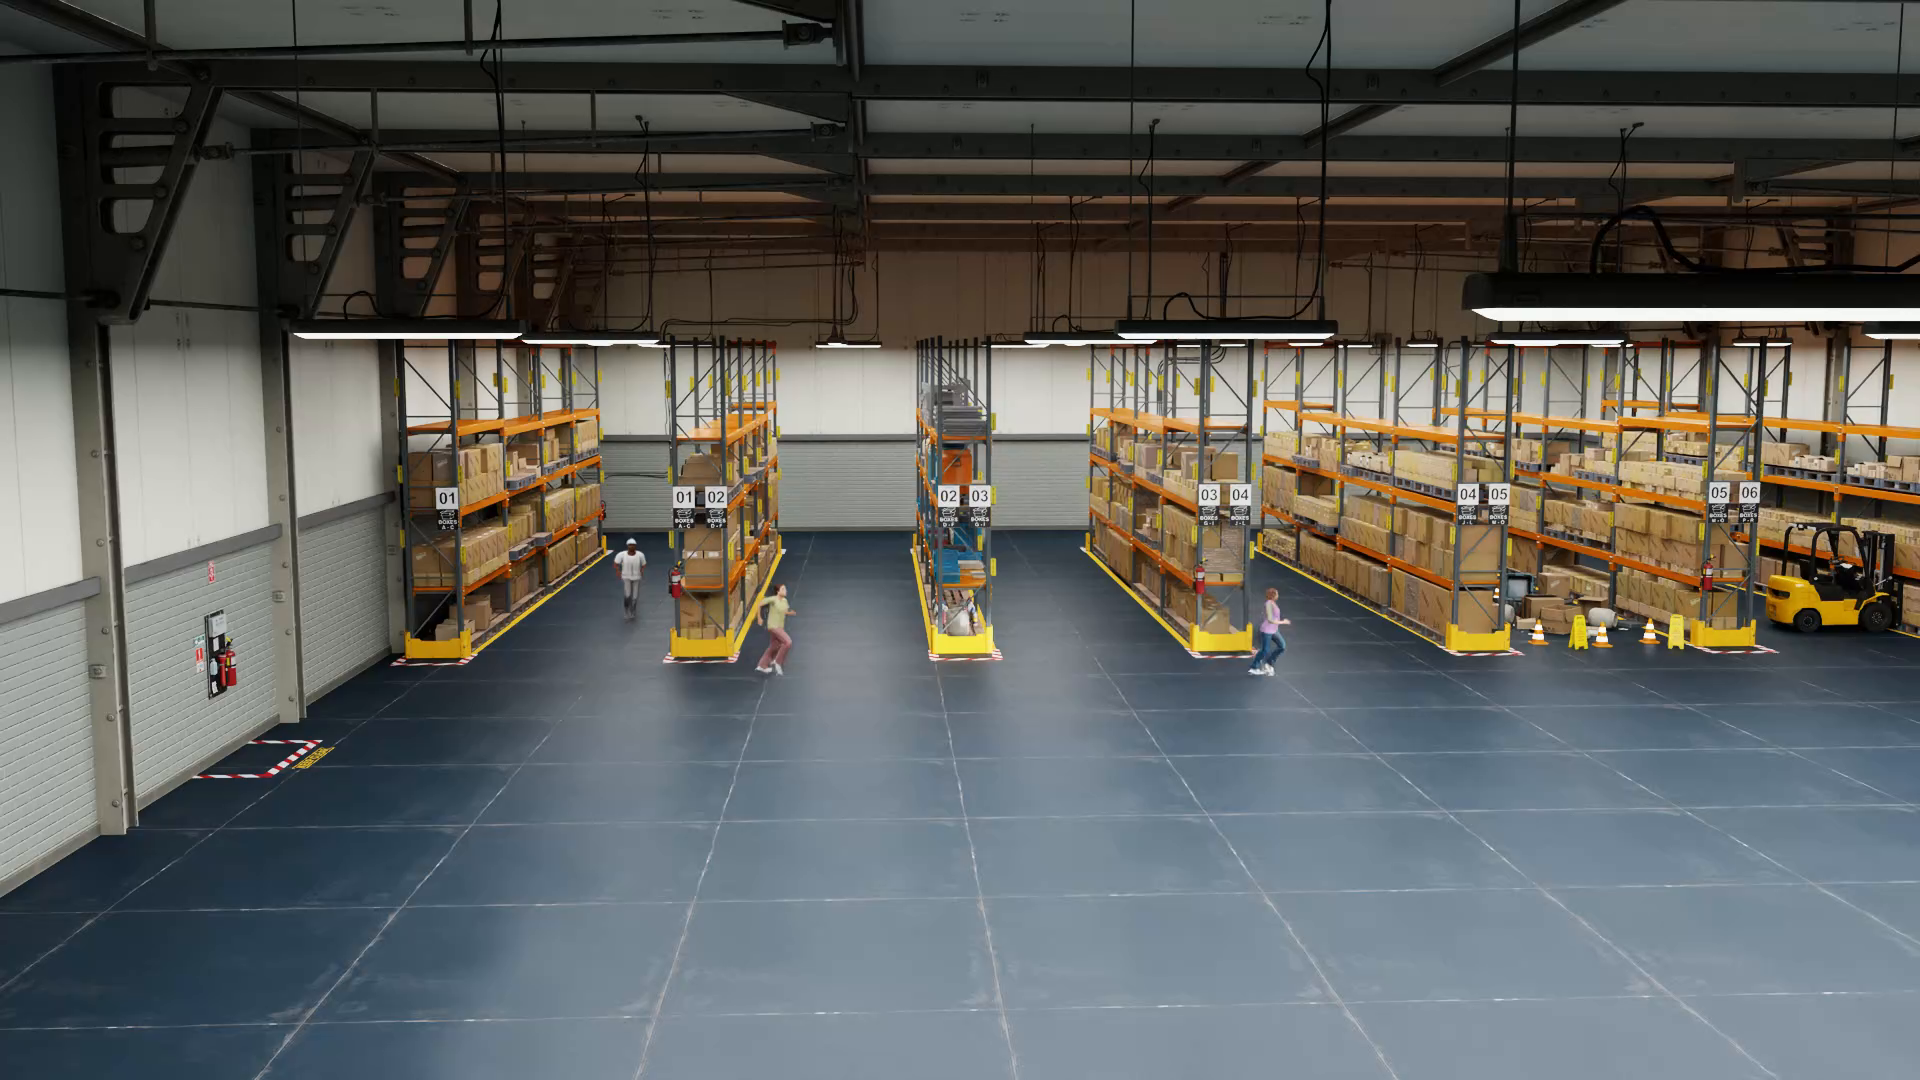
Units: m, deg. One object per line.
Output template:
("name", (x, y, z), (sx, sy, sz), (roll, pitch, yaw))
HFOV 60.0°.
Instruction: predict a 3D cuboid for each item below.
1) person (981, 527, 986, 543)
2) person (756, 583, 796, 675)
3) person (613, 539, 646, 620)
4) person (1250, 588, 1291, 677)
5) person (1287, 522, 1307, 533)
("person", (0.497, -0.738, 49.917), (0.962, 1.692, 0.678), (2, 7, 16))
("person", (-3.251, 1.563, 29.326), (0.768, 1.630, 0.607), (3, 7, 26))
("person", (-6.987, 0.841, 35.362), (0.675, 1.748, 0.660), (-2, 7, -21))
("person", (5.456, 1.619, 29.183), (0.732, 1.585, 0.504), (4, 7, 29))
("person", (10.080, -0.798, 49.669), (0.729, 1.809, 0.656), (-3, 7, -28))
